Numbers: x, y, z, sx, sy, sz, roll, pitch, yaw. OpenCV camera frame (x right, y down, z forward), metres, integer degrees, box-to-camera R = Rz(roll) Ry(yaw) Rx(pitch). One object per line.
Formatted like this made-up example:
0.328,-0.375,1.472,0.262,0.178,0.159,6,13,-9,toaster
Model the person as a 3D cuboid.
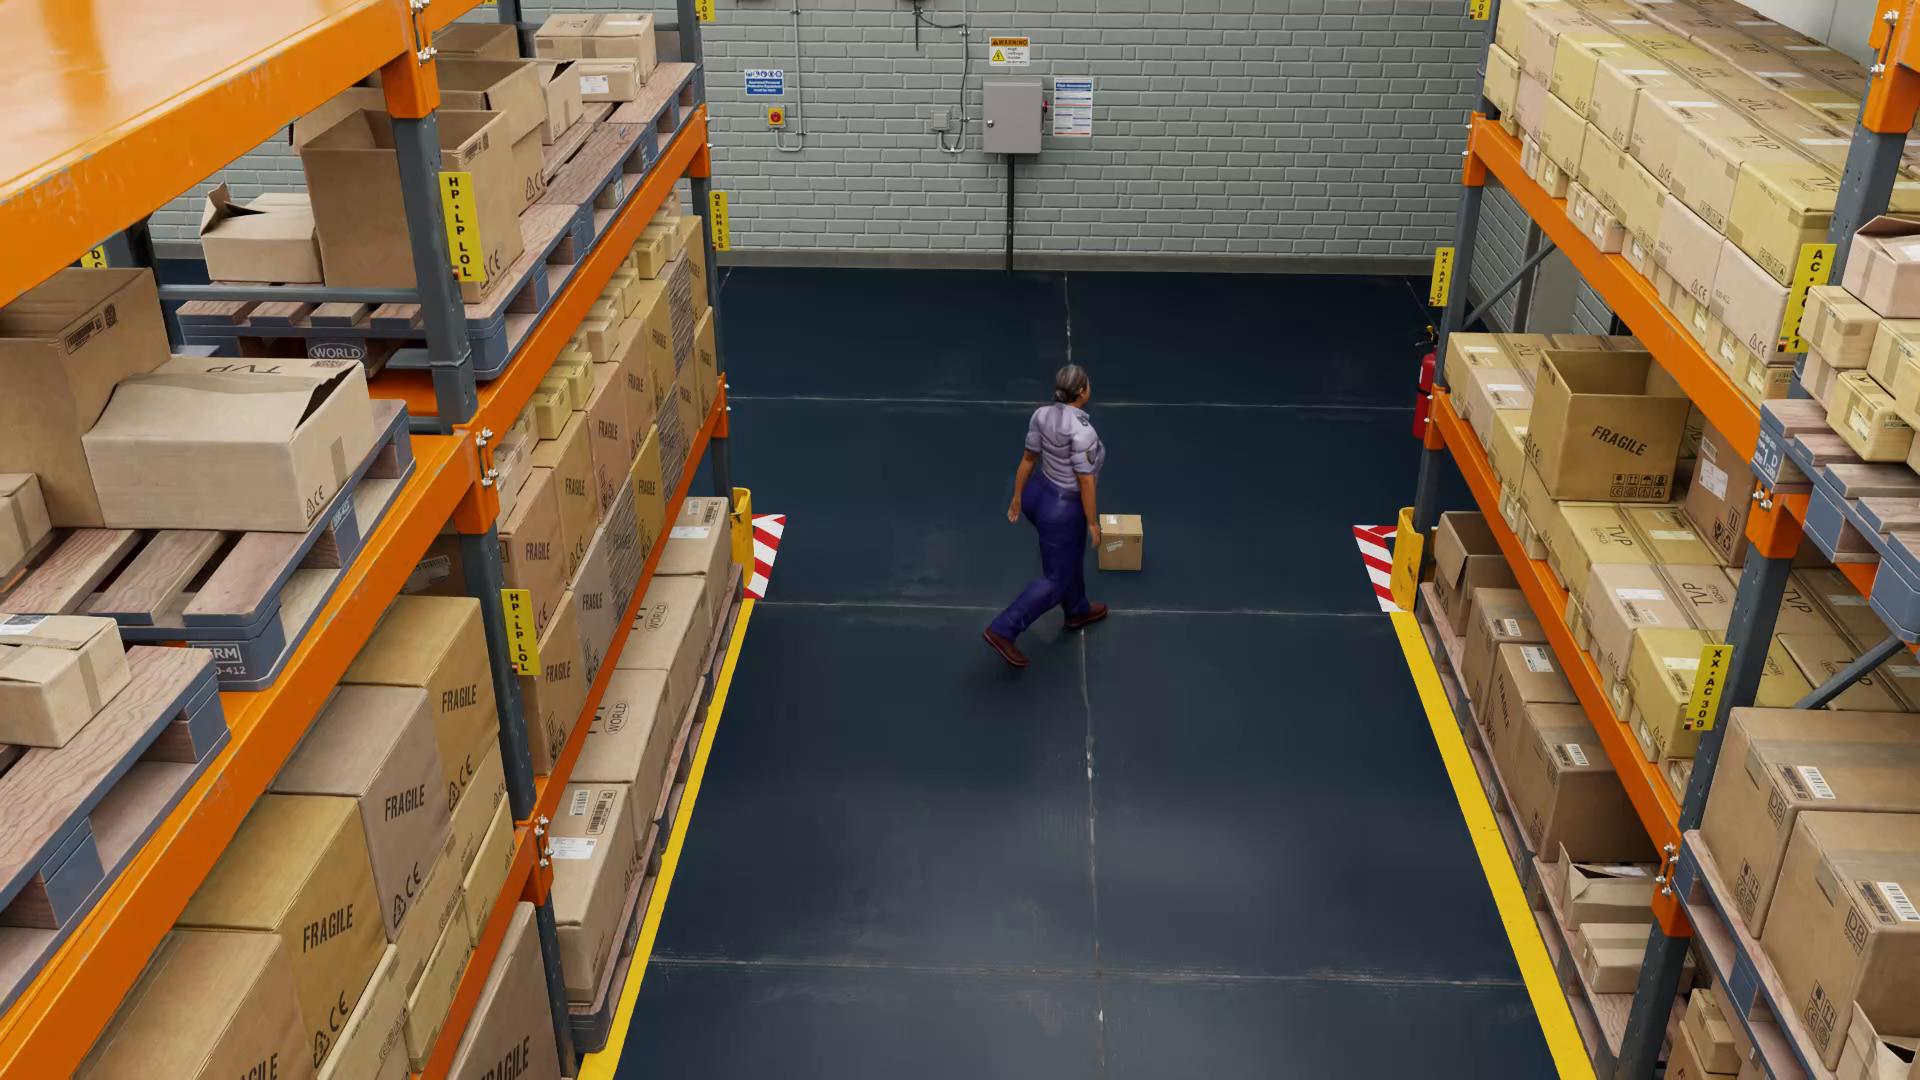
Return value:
0.483,-0.157,8.933,0.921,1.606,0.536,-14,31,-25,person
